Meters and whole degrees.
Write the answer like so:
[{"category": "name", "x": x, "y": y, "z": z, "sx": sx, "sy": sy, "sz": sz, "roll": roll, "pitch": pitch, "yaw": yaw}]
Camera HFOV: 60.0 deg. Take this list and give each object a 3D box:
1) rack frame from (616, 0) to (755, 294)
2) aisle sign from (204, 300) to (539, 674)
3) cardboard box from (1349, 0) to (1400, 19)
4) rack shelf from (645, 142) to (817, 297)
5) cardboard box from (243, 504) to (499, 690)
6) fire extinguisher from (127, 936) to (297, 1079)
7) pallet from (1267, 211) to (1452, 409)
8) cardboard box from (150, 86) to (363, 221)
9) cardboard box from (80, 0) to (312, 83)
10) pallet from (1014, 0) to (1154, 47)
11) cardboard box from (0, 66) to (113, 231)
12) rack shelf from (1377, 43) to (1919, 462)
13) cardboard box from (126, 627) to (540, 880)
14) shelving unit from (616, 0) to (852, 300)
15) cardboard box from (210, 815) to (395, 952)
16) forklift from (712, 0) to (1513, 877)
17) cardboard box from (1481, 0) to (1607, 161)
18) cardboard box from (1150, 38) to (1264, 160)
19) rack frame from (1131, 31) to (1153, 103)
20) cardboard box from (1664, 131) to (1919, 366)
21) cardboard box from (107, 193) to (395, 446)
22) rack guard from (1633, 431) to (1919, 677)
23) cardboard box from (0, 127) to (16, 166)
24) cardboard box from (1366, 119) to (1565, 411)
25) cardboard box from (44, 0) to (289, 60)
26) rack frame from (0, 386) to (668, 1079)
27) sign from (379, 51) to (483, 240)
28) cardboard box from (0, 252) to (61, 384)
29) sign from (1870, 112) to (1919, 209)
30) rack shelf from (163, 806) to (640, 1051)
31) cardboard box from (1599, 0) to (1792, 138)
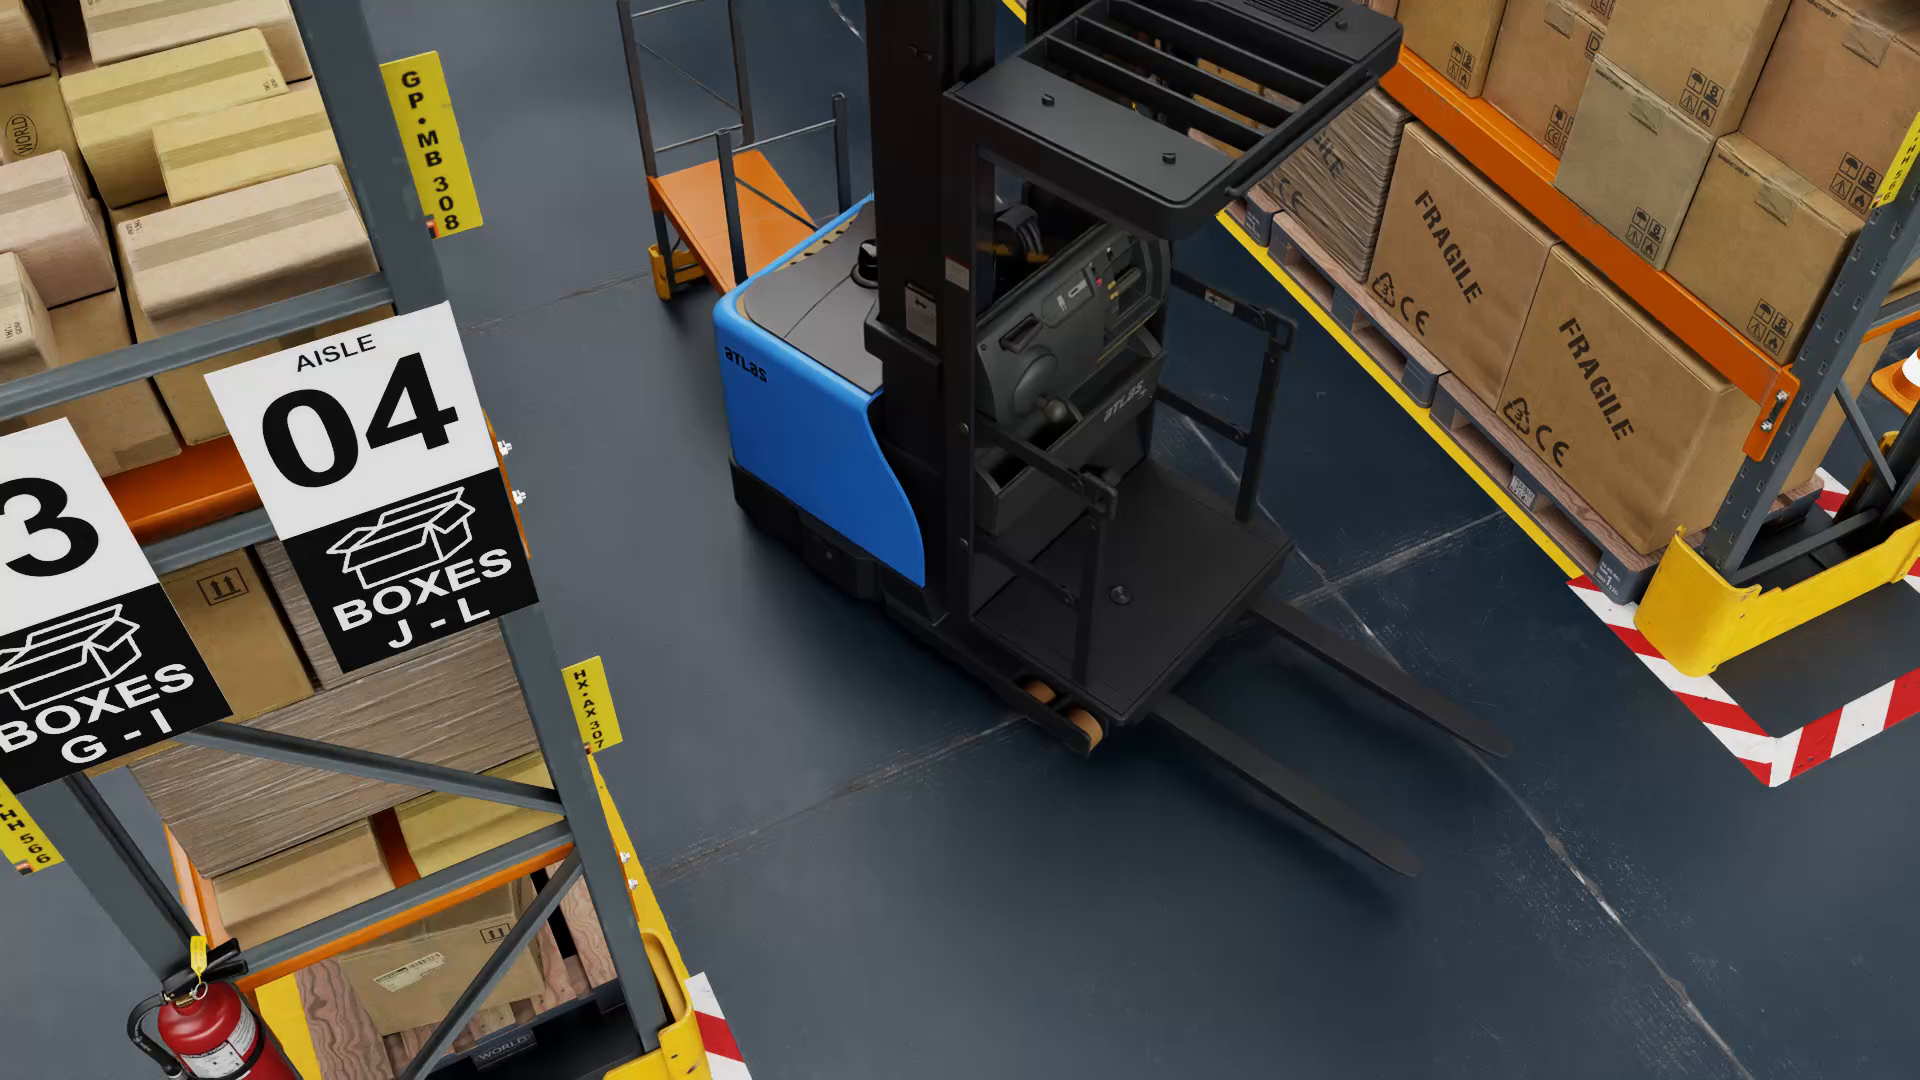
[{"category": "rack frame", "x": -1.124, "y": -1.719, "z": 7.150, "sx": 0.500, "sy": 1.500, "sz": 0.032, "roll": -22, "pitch": 52, "yaw": -18}, {"category": "aisle sign", "x": -1.020, "y": -0.068, "z": 2.982, "sx": 0.394, "sy": 0.787, "sz": 0.004, "roll": -21, "pitch": 52, "yaw": -18}, {"category": "cardboard box", "x": 1.905, "y": -2.512, "z": 6.748, "sx": 0.875, "sy": 0.550, "sz": 0.550, "roll": -21, "pitch": 52, "yaw": -18}, {"category": "rack shelf", "x": -0.885, "y": -1.263, "z": 6.990, "sx": 0.538, "sy": 0.185, "sz": 1.000, "roll": -22, "pitch": 52, "yaw": -18}, {"category": "cardboard box", "x": -1.324, "y": -0.072, "z": 3.785, "sx": 0.500, "sy": 0.500, "sz": 0.500, "roll": -21, "pitch": 52, "yaw": -18}, {"category": "fire extinguisher", "x": -1.672, "y": 1.111, "z": 3.730, "sx": 0.296, "sy": 0.674, "sz": 0.183, "roll": -21, "pitch": 52, "yaw": -18}, {"category": "pallet", "x": 2.152, "y": -1.197, "z": 7.549, "sx": 1.003, "sy": 0.211, "sz": 1.213, "roll": -21, "pitch": 52, "yaw": -18}, {"category": "cardboard box", "x": -1.268, "y": -0.690, "z": 3.096, "sx": 0.380, "sy": 0.149, "sz": 0.250, "roll": -20, "pitch": 52, "yaw": -17}, {"category": "cardboard box", "x": -1.554, "y": -1.024, "z": 3.387, "sx": 0.380, "sy": 0.149, "sz": 0.250, "roll": -19, "pitch": 52, "yaw": -16}, {"category": "pallet", "x": 0.891, "y": -3.041, "z": 9.162, "sx": 1.003, "sy": 0.211, "sz": 1.213, "roll": -21, "pitch": 52, "yaw": -18}, {"category": "cardboard box", "x": -1.992, "y": -0.657, "z": 3.331, "sx": 0.500, "sy": 0.250, "sz": 0.500, "roll": -21, "pitch": 52, "yaw": -17}, {"category": "rack shelf", "x": 2.227, "y": -1.893, "z": 6.783, "sx": 1.077, "sy": 0.370, "sz": 4.000, "roll": -21, "pitch": 52, "yaw": -18}, {"category": "cardboard box", "x": -1.542, "y": 0.341, "z": 4.087, "sx": 0.875, "sy": 0.500, "sz": 0.500, "roll": -21, "pitch": 52, "yaw": -18}, {"category": "shelving unit", "x": -0.889, "y": -1.388, "z": 6.860, "sx": 0.587, "sy": 1.500, "sz": 1.083, "roll": -22, "pitch": 52, "yaw": -18}, {"category": "cardboard box", "x": -1.629, "y": 0.813, "z": 4.106, "sx": 0.380, "sy": 0.149, "sz": 0.250, "roll": -21, "pitch": 52, "yaw": -18}, {"category": "forklift", "x": 0.539, "y": -0.655, "z": 5.268, "sx": 3.031, "sy": 2.935, "sz": 1.130, "roll": 33, "pitch": 56, "yaw": 25}, {"category": "cardboard box", "x": 2.516, "y": -1.852, "z": 6.170, "sx": 0.875, "sy": 0.550, "sz": 0.550, "roll": -21, "pitch": 52, "yaw": -18}, {"category": "cardboard box", "x": 1.537, "y": -2.462, "z": 7.936, "sx": 0.875, "sy": 0.875, "sz": 0.875, "roll": -20, "pitch": 52, "yaw": -17}, {"category": "rack frame", "x": 1.311, "y": -3.468, "z": 7.683, "sx": 1.000, "sy": 3.000, "sz": 0.127, "roll": -21, "pitch": 52, "yaw": -18}, {"category": "cardboard box", "x": 2.932, "y": -1.073, "z": 5.489, "sx": 0.875, "sy": 0.550, "sz": 0.550, "roll": -21, "pitch": 52, "yaw": -18}, {"category": "cardboard box", "x": -1.305, "y": -0.500, "z": 3.194, "sx": 0.500, "sy": 0.250, "sz": 0.500, "roll": -20, "pitch": 52, "yaw": -16}, {"category": "rack guard", "x": 3.153, "y": 0.048, "z": 6.269, "sx": 1.175, "sy": 0.500, "sz": 0.348, "roll": -21, "pitch": 52, "yaw": -18}, {"category": "cardboard box", "x": -1.957, "y": -0.658, "z": 3.067, "sx": 0.380, "sy": 0.149, "sz": 0.250, "roll": -23, "pitch": 53, "yaw": -19}, {"category": "cardboard box", "x": 2.368, "y": -1.249, "z": 6.875, "sx": 0.875, "sy": 0.875, "sz": 0.875, "roll": -22, "pitch": 52, "yaw": -18}, {"category": "cardboard box", "x": -1.770, "y": -1.176, "z": 3.785, "sx": 0.500, "sy": 0.250, "sz": 0.500, "roll": -21, "pitch": 52, "yaw": -18}, {"category": "rack frame", "x": -1.315, "y": 0.850, "z": 3.907, "sx": 1.000, "sy": 3.000, "sz": 0.127, "roll": -21, "pitch": 52, "yaw": -18}, {"category": "sign", "x": -0.832, "y": -0.612, "z": 2.612, "sx": 0.100, "sy": 0.325, "sz": 0.005, "roll": -21, "pitch": 52, "yaw": -18}, {"category": "cardboard box", "x": -1.719, "y": -0.298, "z": 2.752, "sx": 0.380, "sy": 0.149, "sz": 0.250, "roll": -21, "pitch": 52, "yaw": -18}, {"category": "sign", "x": 2.653, "y": -1.073, "z": 4.661, "sx": 0.100, "sy": 0.325, "sz": 0.005, "roll": -21, "pitch": 52, "yaw": -18}, {"category": "rack shelf", "x": -2.230, "y": -0.252, "z": 5.348, "sx": 1.077, "sy": 0.370, "sz": 4.000, "roll": -21, "pitch": 52, "yaw": -18}, {"category": "cardboard box", "x": 2.673, "y": -1.794, "z": 5.402, "sx": 0.875, "sy": 0.550, "sz": 0.550, "roll": -21, "pitch": 52, "yaw": -18}]
